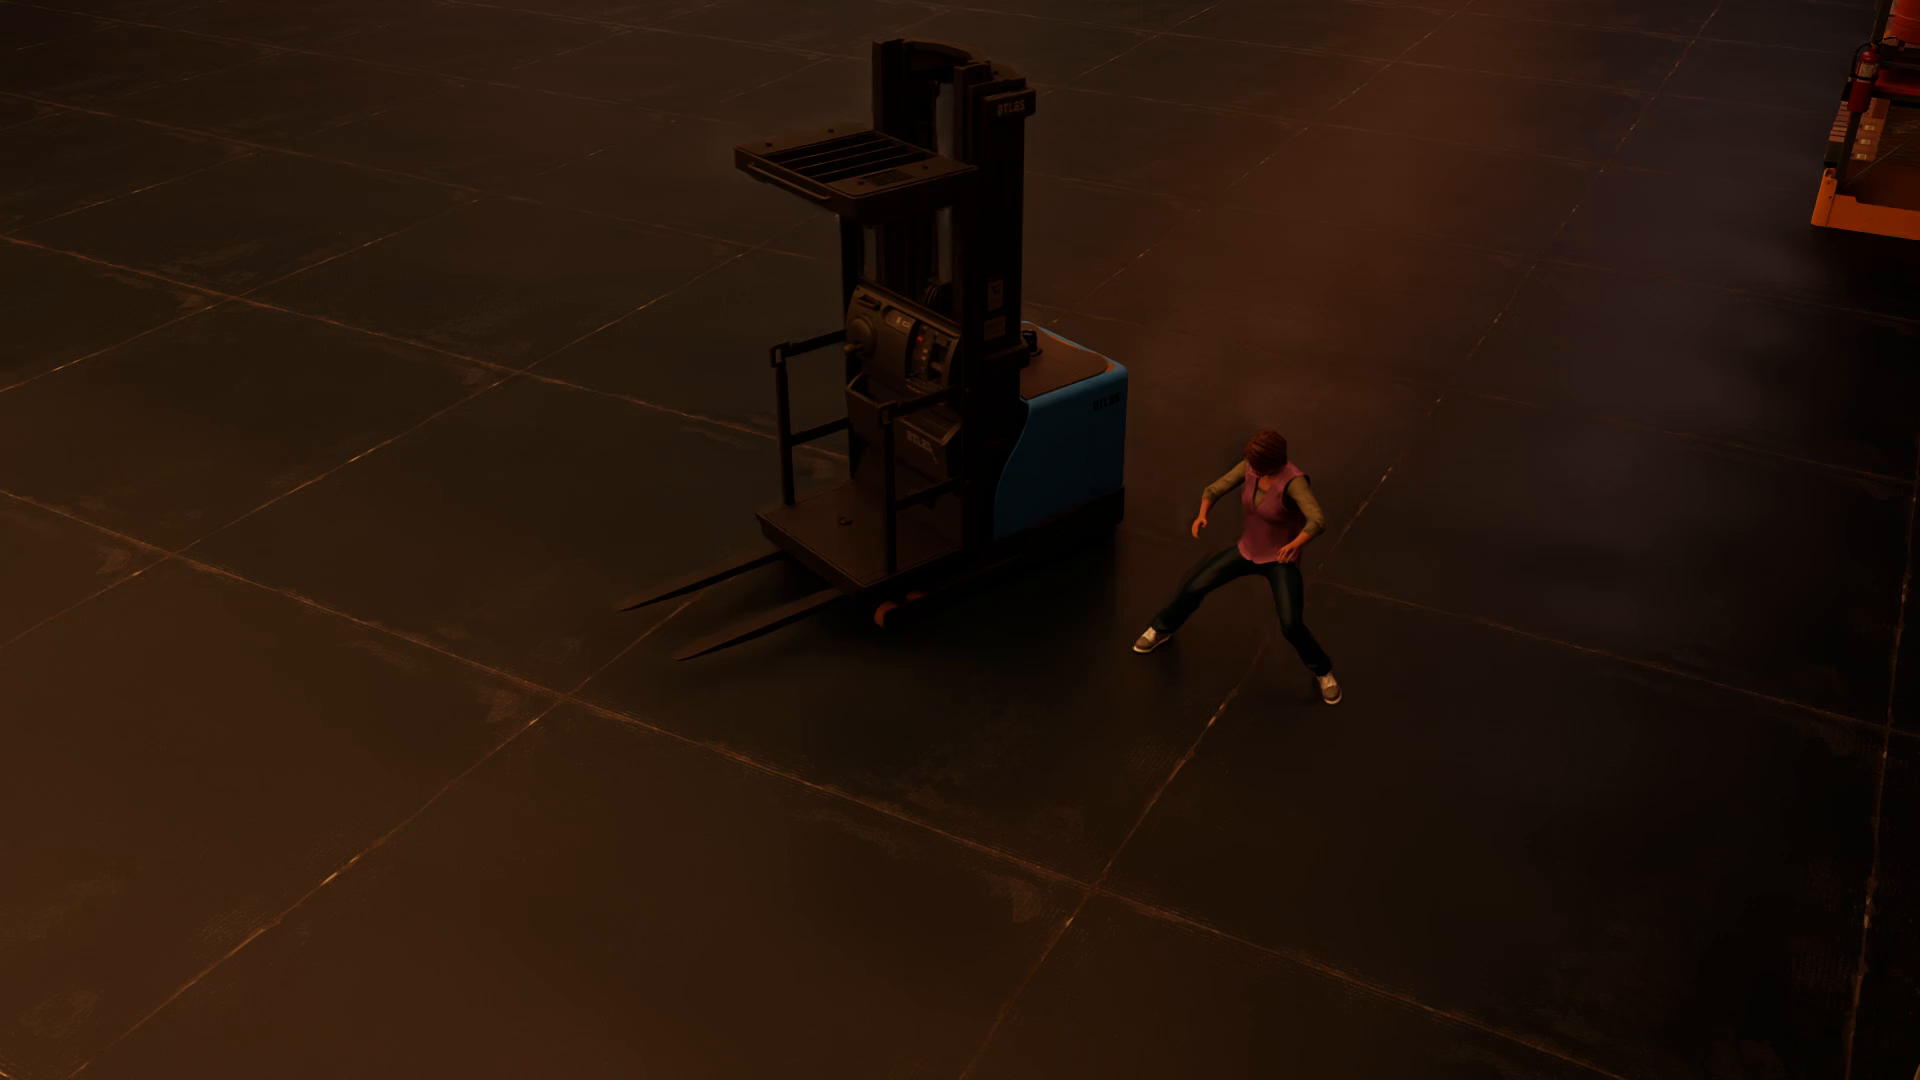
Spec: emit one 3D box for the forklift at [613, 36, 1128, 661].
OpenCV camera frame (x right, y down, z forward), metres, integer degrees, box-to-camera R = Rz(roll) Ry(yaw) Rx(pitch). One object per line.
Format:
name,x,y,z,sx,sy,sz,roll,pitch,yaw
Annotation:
forklift,-0.479,-1.064,8.914,3.031,2.935,1.130,-22,37,-33

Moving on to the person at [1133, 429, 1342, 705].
person,1.482,0.101,8.437,0.610,1.389,1.088,-23,37,-34
